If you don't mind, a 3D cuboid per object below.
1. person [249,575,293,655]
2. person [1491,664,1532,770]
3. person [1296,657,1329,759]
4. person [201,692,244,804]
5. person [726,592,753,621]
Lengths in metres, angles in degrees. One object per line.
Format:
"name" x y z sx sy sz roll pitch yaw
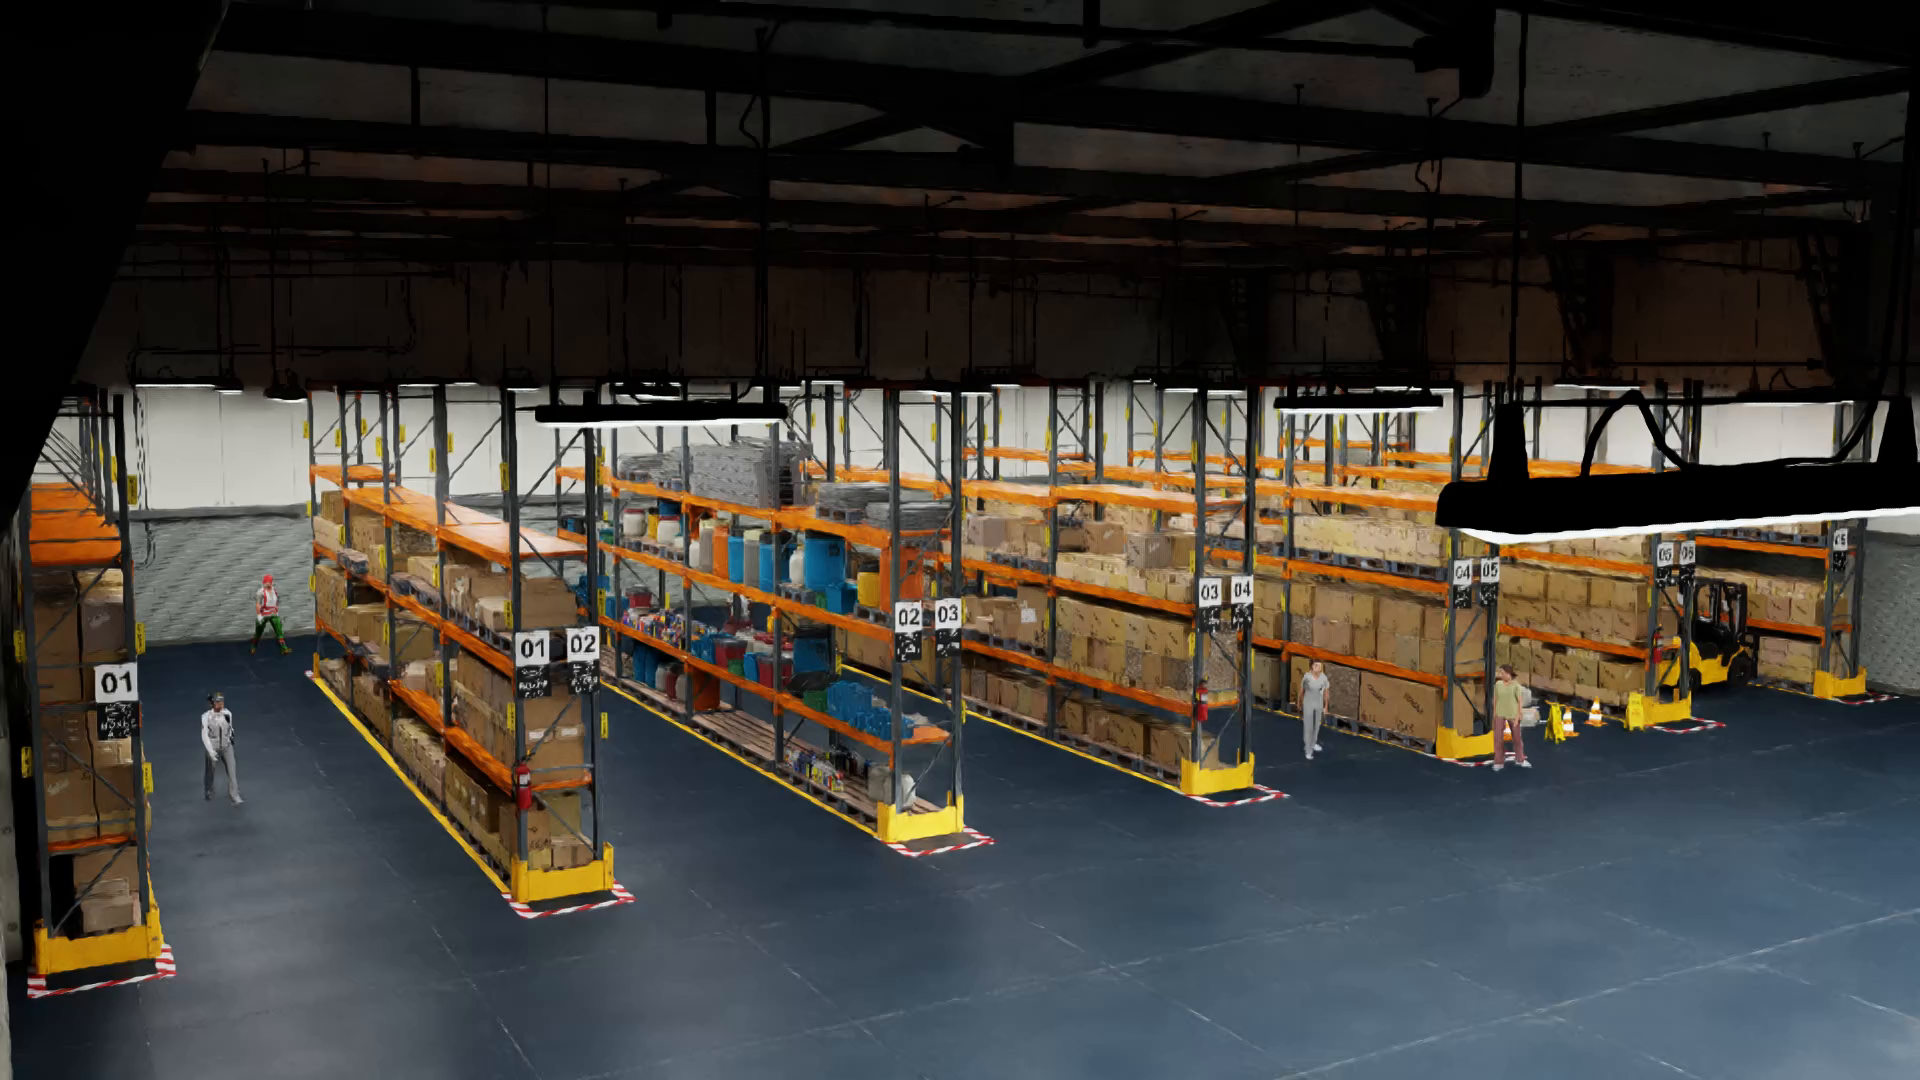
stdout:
"person" -15.026 1.622 36.104 0.947 1.761 0.581 4 7 35
"person" 8.613 2.751 25.937 0.620 1.667 0.601 3 7 26
"person" 5.703 2.678 26.800 0.482 1.621 0.949 -1 6 -5
"person" -10.670 2.967 23.918 0.482 1.622 0.994 -5 8 -38
"person" -4.842 1.645 36.548 0.592 1.629 0.532 -4 7 -31
